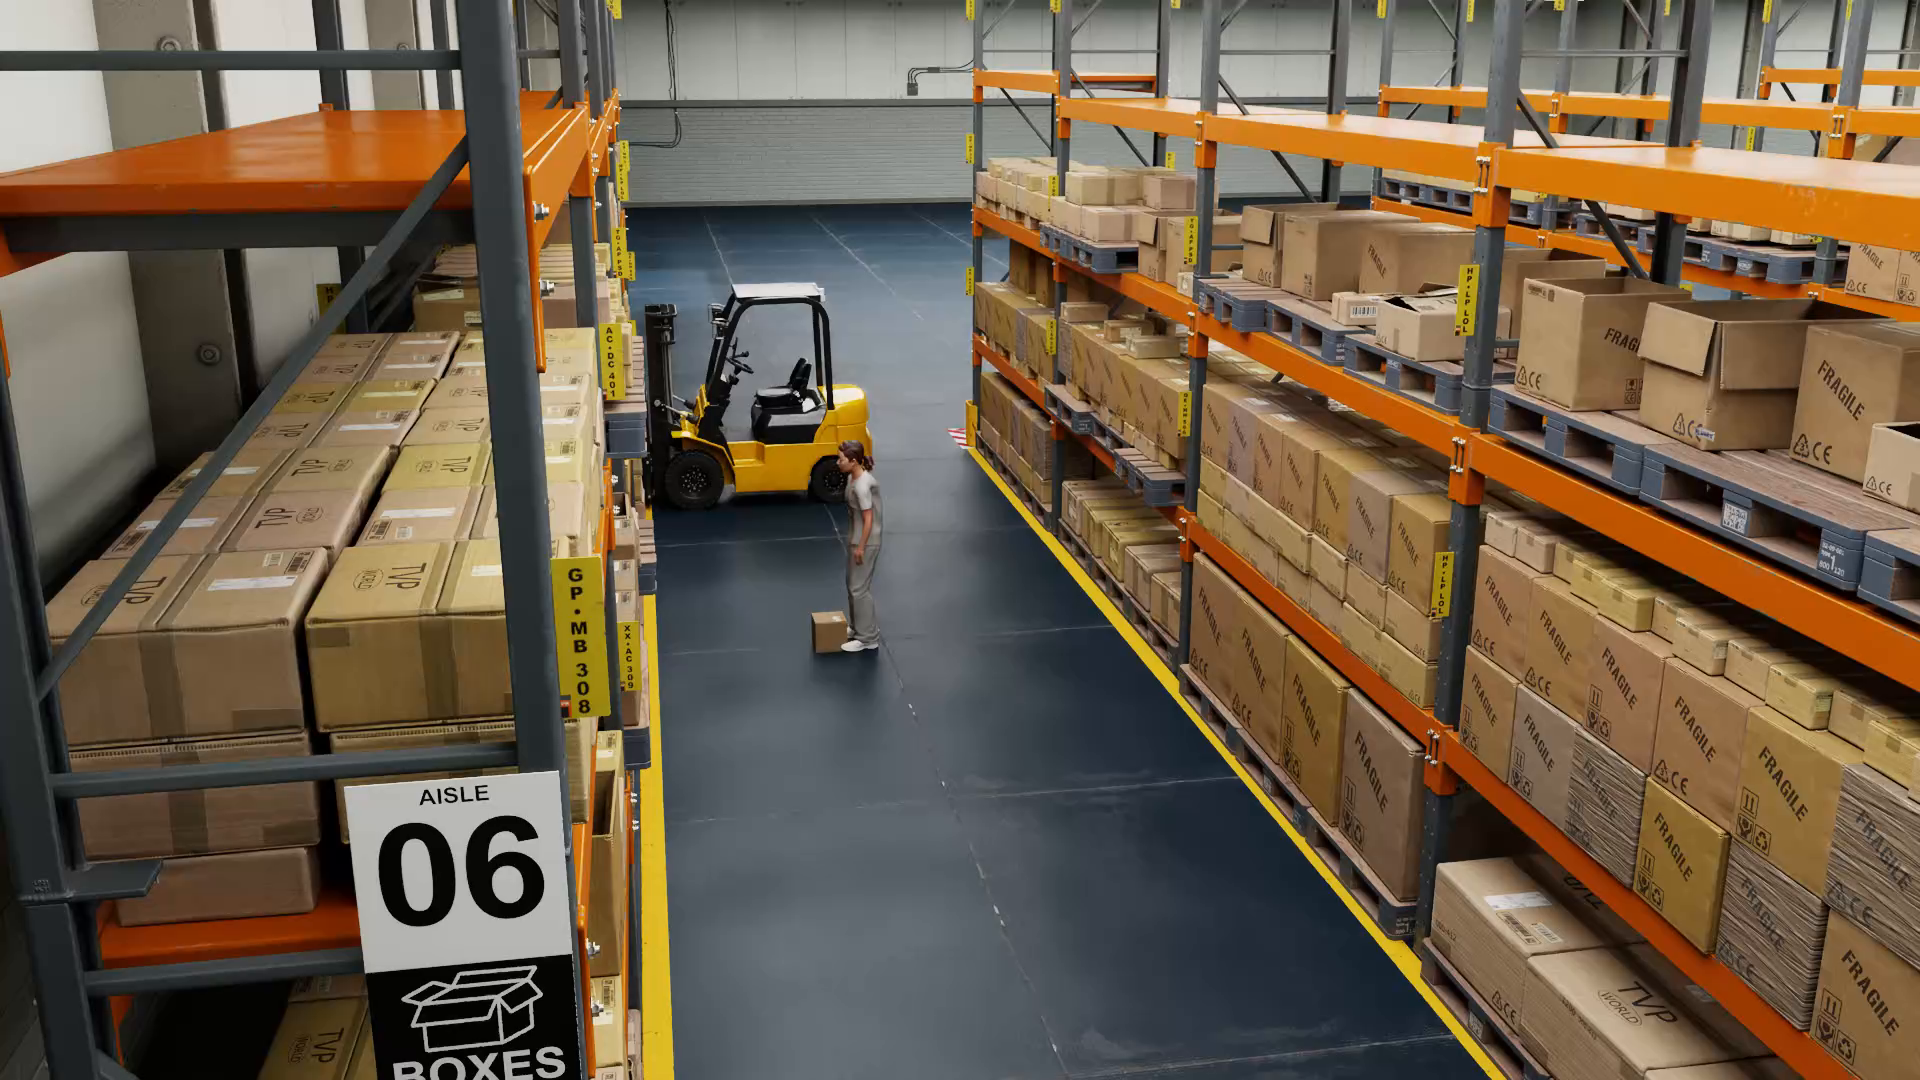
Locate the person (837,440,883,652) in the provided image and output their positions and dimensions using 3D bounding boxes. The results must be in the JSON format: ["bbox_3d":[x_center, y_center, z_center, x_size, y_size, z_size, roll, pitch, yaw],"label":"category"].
[{"bbox_3d":[-0.786,0.025,12.954,0.360,1.672,0.486,-3,17,-11],"label":"person"}]
